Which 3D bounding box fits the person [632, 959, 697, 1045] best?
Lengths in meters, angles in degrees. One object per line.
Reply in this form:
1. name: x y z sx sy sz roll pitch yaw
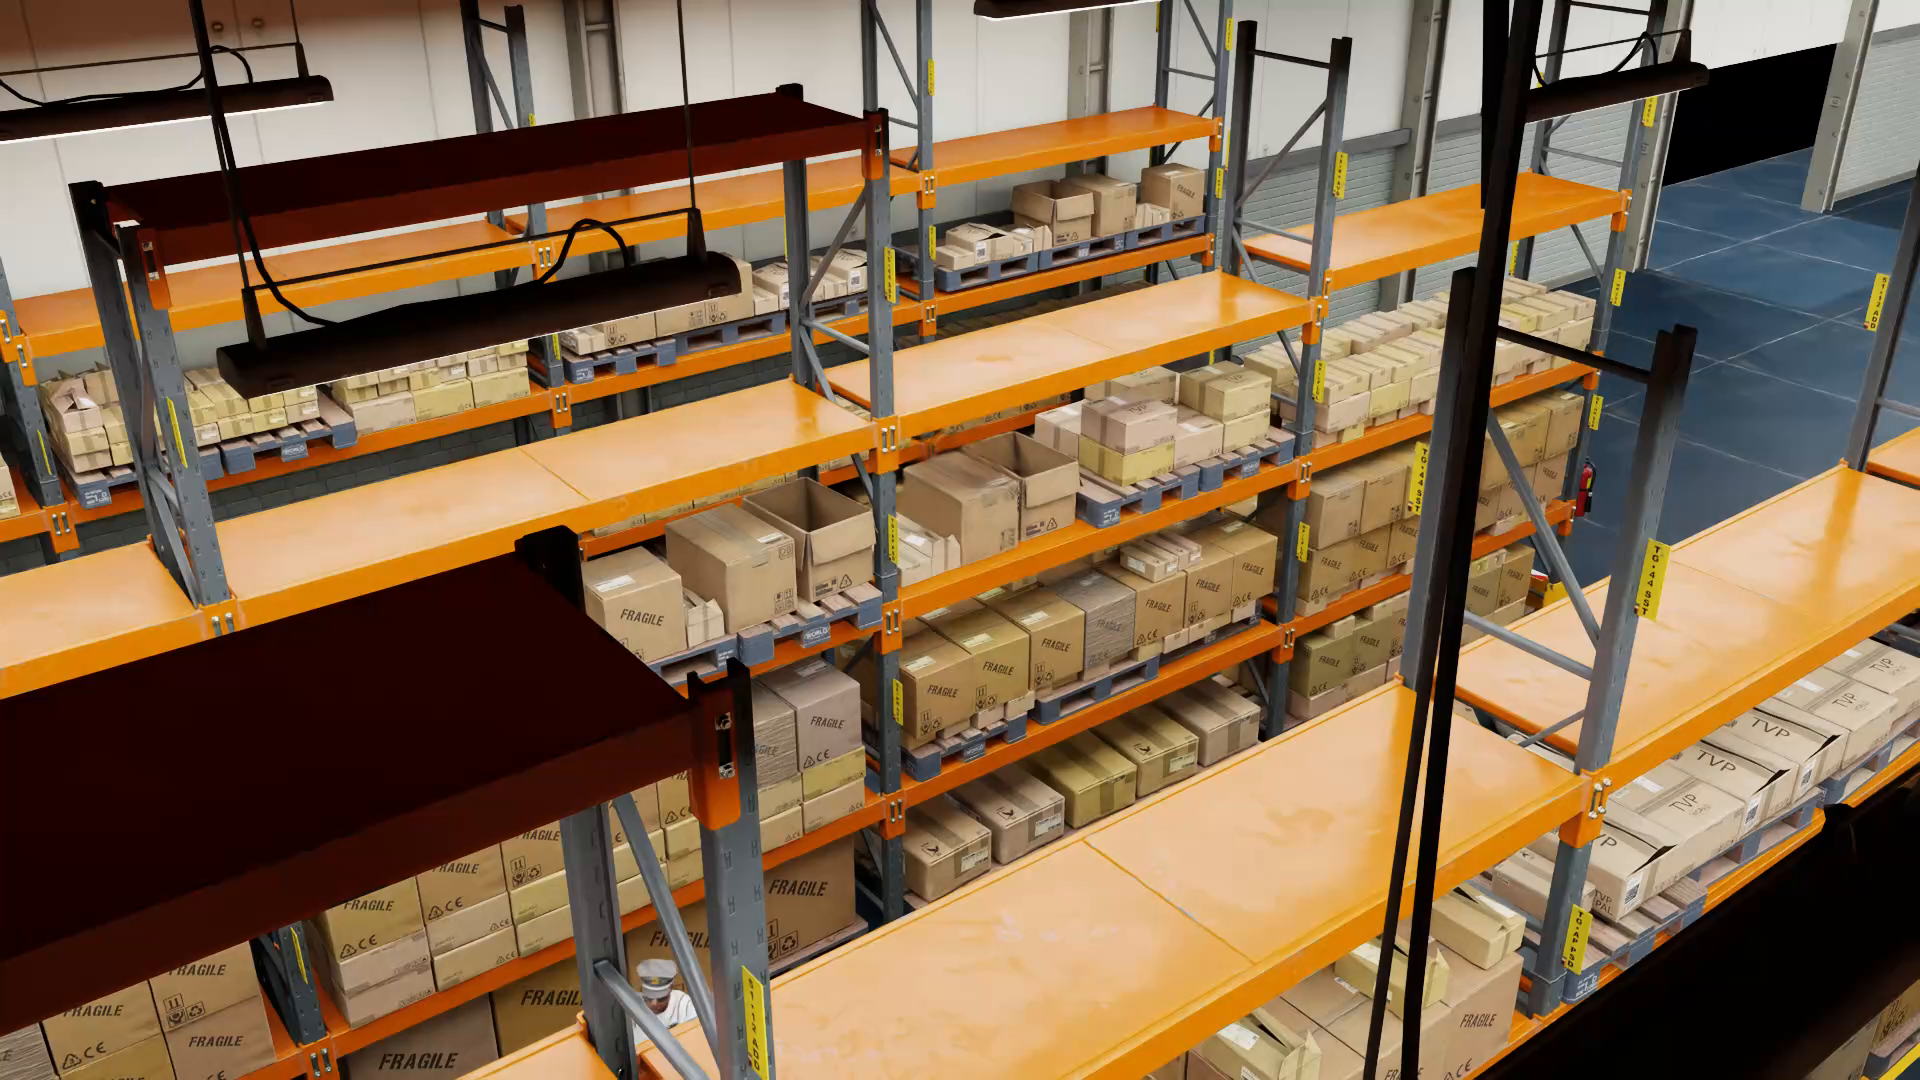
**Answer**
1. person: -1.690 3.139 9.689 0.588 1.753 0.541 3 26 6
